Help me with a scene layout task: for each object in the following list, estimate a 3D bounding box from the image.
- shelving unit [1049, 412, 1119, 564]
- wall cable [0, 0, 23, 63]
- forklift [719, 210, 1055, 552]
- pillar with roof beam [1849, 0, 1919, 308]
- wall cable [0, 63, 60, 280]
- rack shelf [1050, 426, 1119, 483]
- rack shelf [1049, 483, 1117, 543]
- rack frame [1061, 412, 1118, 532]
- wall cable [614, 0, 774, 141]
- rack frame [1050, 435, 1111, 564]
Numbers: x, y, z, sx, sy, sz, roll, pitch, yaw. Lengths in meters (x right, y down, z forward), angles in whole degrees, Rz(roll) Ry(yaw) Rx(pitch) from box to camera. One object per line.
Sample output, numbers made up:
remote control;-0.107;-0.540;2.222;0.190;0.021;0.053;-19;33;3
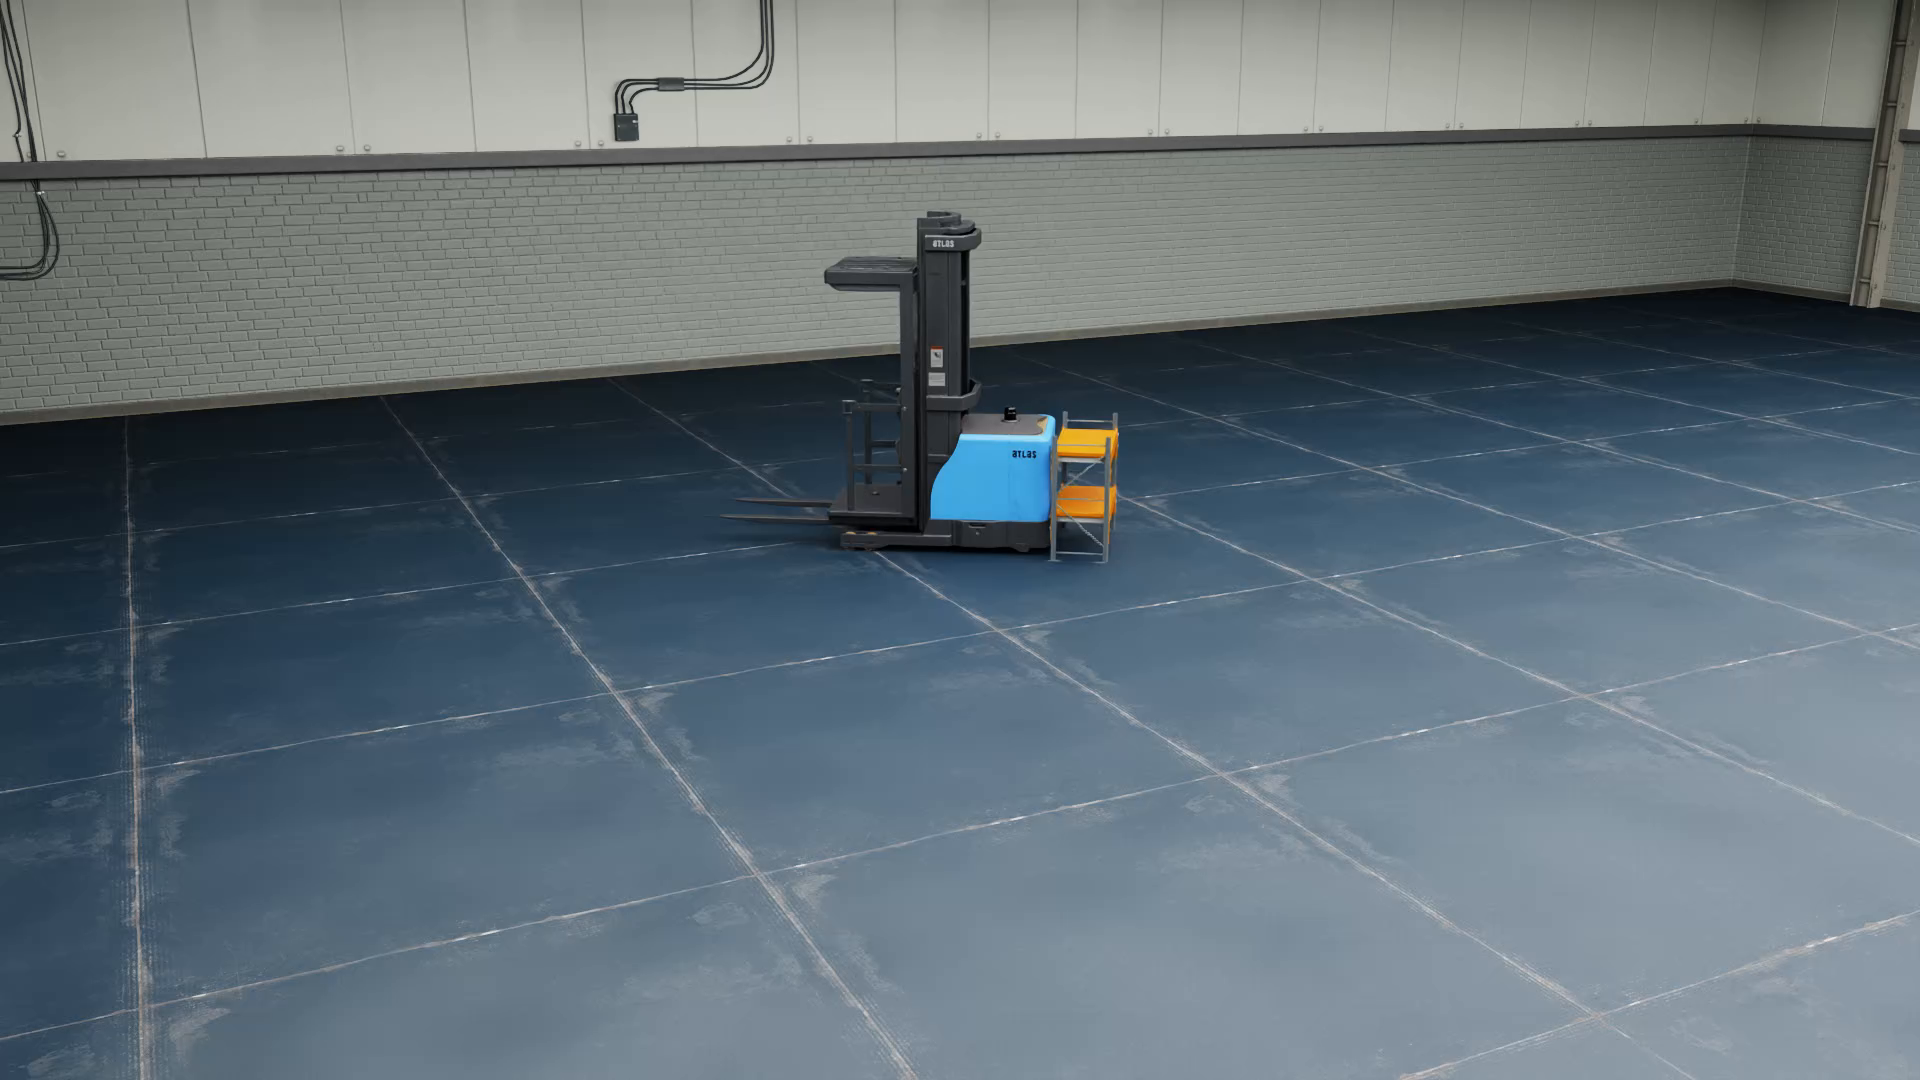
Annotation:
shelving unit;1.118;-0.487;14.906;0.538;1.125;1.048;2;16;8
wall cable;-9.699;-6.885;19.400;3.097;2.526;0.112;-8;18;-25
forklift;-0.657;-1.453;14.999;3.031;2.935;1.130;2;16;6
pillar with roof beam;12.417;-8.019;26.879;9.100;9.000;0.400;-8;18;-25
wall cable;-12.131;-4.130;18.958;3.097;2.526;0.112;-8;18;-25
rack shelf;1.118;-0.768;14.825;0.538;0.278;1.000;2;16;8
rack shelf;1.118;-0.252;14.973;0.538;0.278;1.000;2;16;8
rack frame;1.192;-0.625;15.389;0.500;1.125;0.032;2;16;8
wall cable;-3.590;-8.401;22.044;2.305;6.003;0.169;-8;18;-25
rack frame;1.044;-0.348;14.422;0.500;1.125;0.032;2;16;8
